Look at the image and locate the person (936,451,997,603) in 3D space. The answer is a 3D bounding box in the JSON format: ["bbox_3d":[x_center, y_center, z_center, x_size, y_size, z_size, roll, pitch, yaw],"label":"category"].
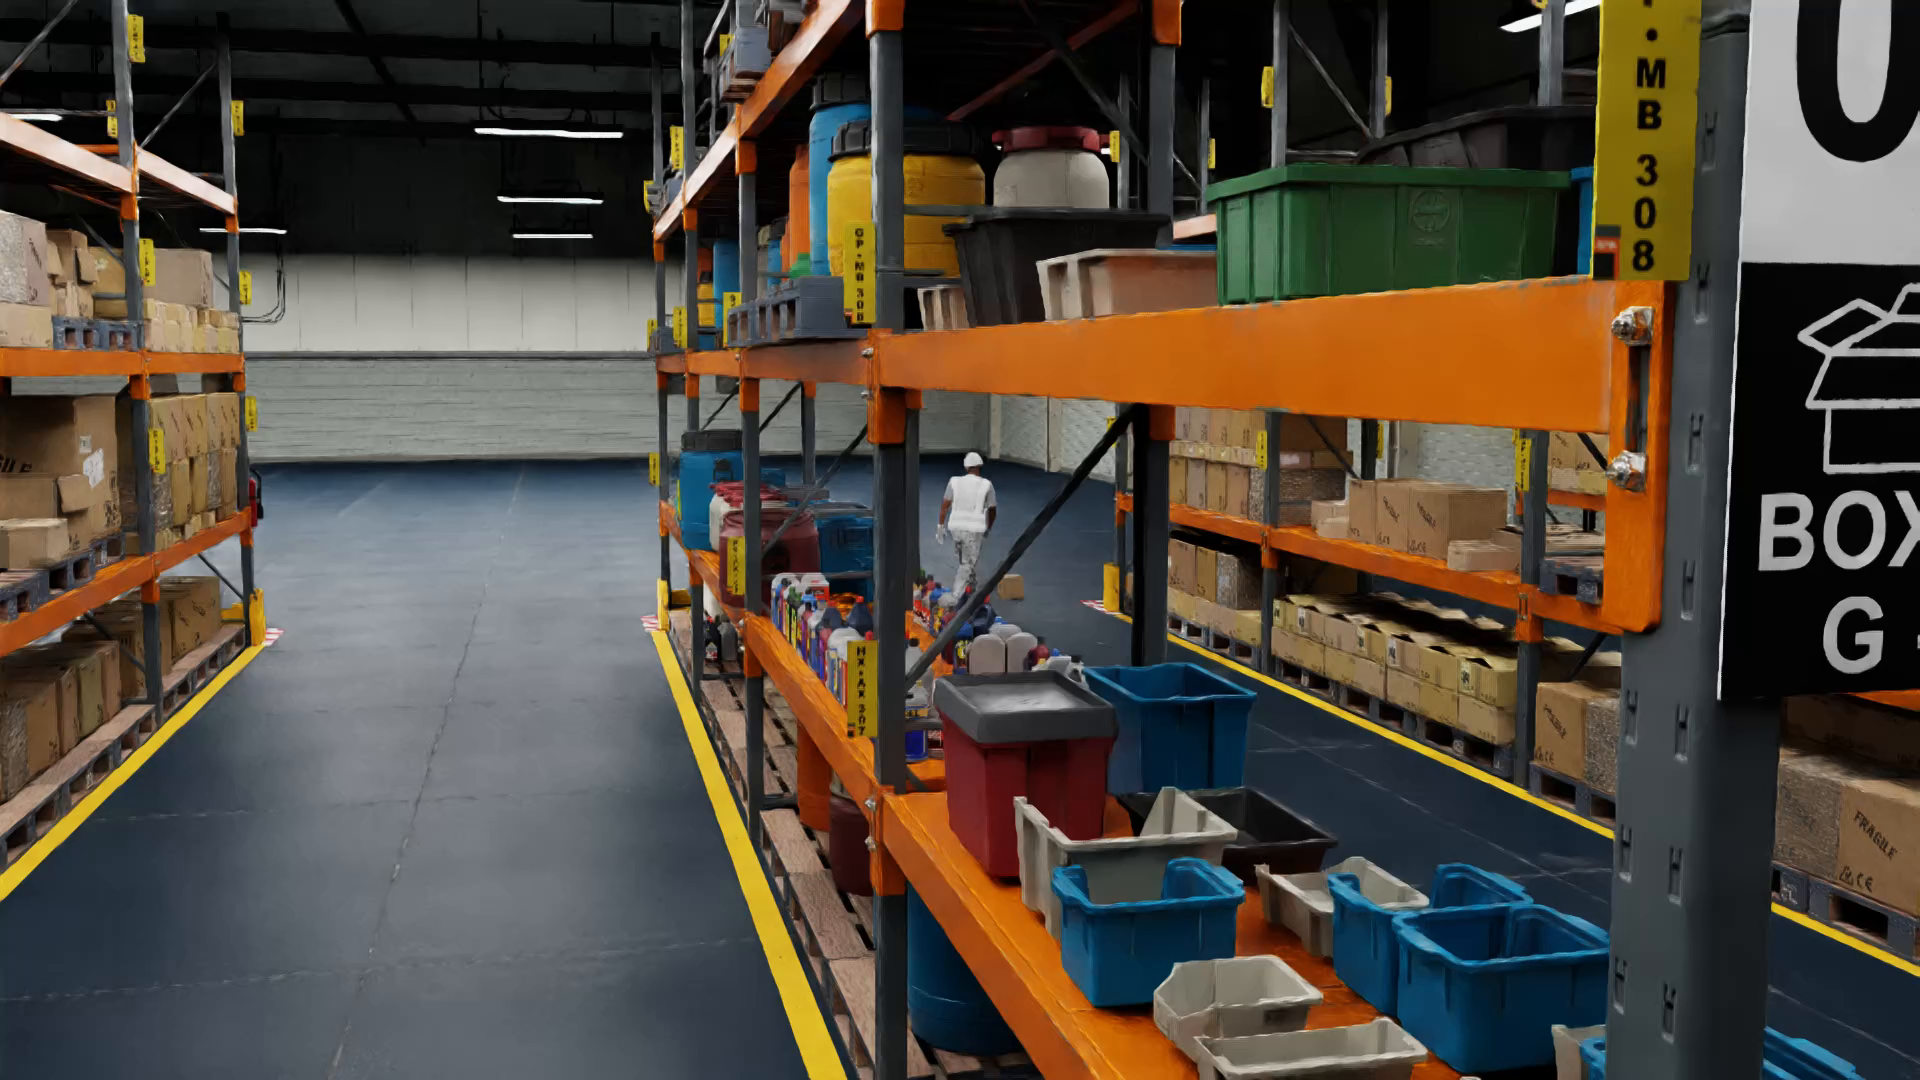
[{"bbox_3d":[0.143,-0.105,18.351,0.536,1.737,0.955,4,7,34],"label":"person"}]
